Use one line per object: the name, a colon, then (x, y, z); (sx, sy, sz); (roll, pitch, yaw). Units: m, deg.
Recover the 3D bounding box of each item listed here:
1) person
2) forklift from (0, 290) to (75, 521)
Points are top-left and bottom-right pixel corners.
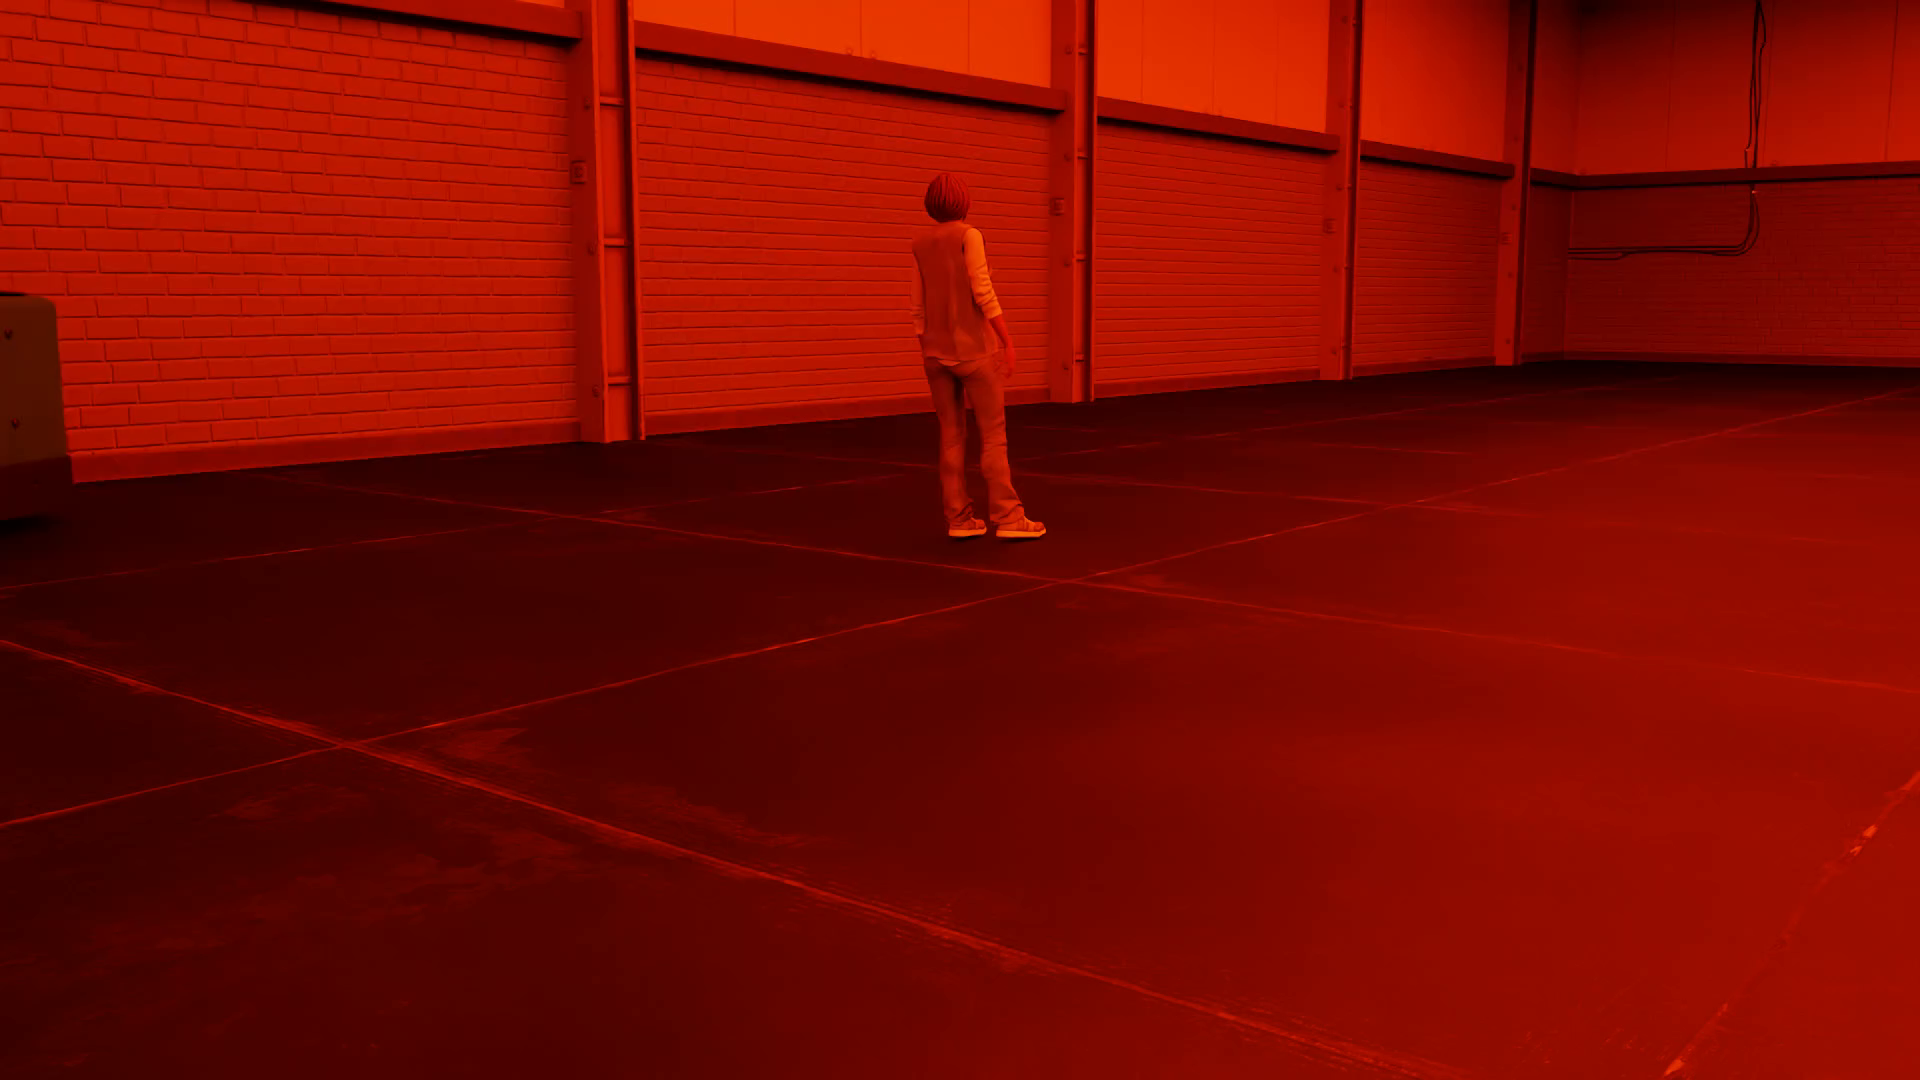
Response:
person: (0.057, -0.804, 7.336); (0.520, 1.597, 0.475); (7, 11, 38)
forklift: (-5.830, -1.497, 7.515); (3.031, 2.935, 1.130); (1, 8, 4)
